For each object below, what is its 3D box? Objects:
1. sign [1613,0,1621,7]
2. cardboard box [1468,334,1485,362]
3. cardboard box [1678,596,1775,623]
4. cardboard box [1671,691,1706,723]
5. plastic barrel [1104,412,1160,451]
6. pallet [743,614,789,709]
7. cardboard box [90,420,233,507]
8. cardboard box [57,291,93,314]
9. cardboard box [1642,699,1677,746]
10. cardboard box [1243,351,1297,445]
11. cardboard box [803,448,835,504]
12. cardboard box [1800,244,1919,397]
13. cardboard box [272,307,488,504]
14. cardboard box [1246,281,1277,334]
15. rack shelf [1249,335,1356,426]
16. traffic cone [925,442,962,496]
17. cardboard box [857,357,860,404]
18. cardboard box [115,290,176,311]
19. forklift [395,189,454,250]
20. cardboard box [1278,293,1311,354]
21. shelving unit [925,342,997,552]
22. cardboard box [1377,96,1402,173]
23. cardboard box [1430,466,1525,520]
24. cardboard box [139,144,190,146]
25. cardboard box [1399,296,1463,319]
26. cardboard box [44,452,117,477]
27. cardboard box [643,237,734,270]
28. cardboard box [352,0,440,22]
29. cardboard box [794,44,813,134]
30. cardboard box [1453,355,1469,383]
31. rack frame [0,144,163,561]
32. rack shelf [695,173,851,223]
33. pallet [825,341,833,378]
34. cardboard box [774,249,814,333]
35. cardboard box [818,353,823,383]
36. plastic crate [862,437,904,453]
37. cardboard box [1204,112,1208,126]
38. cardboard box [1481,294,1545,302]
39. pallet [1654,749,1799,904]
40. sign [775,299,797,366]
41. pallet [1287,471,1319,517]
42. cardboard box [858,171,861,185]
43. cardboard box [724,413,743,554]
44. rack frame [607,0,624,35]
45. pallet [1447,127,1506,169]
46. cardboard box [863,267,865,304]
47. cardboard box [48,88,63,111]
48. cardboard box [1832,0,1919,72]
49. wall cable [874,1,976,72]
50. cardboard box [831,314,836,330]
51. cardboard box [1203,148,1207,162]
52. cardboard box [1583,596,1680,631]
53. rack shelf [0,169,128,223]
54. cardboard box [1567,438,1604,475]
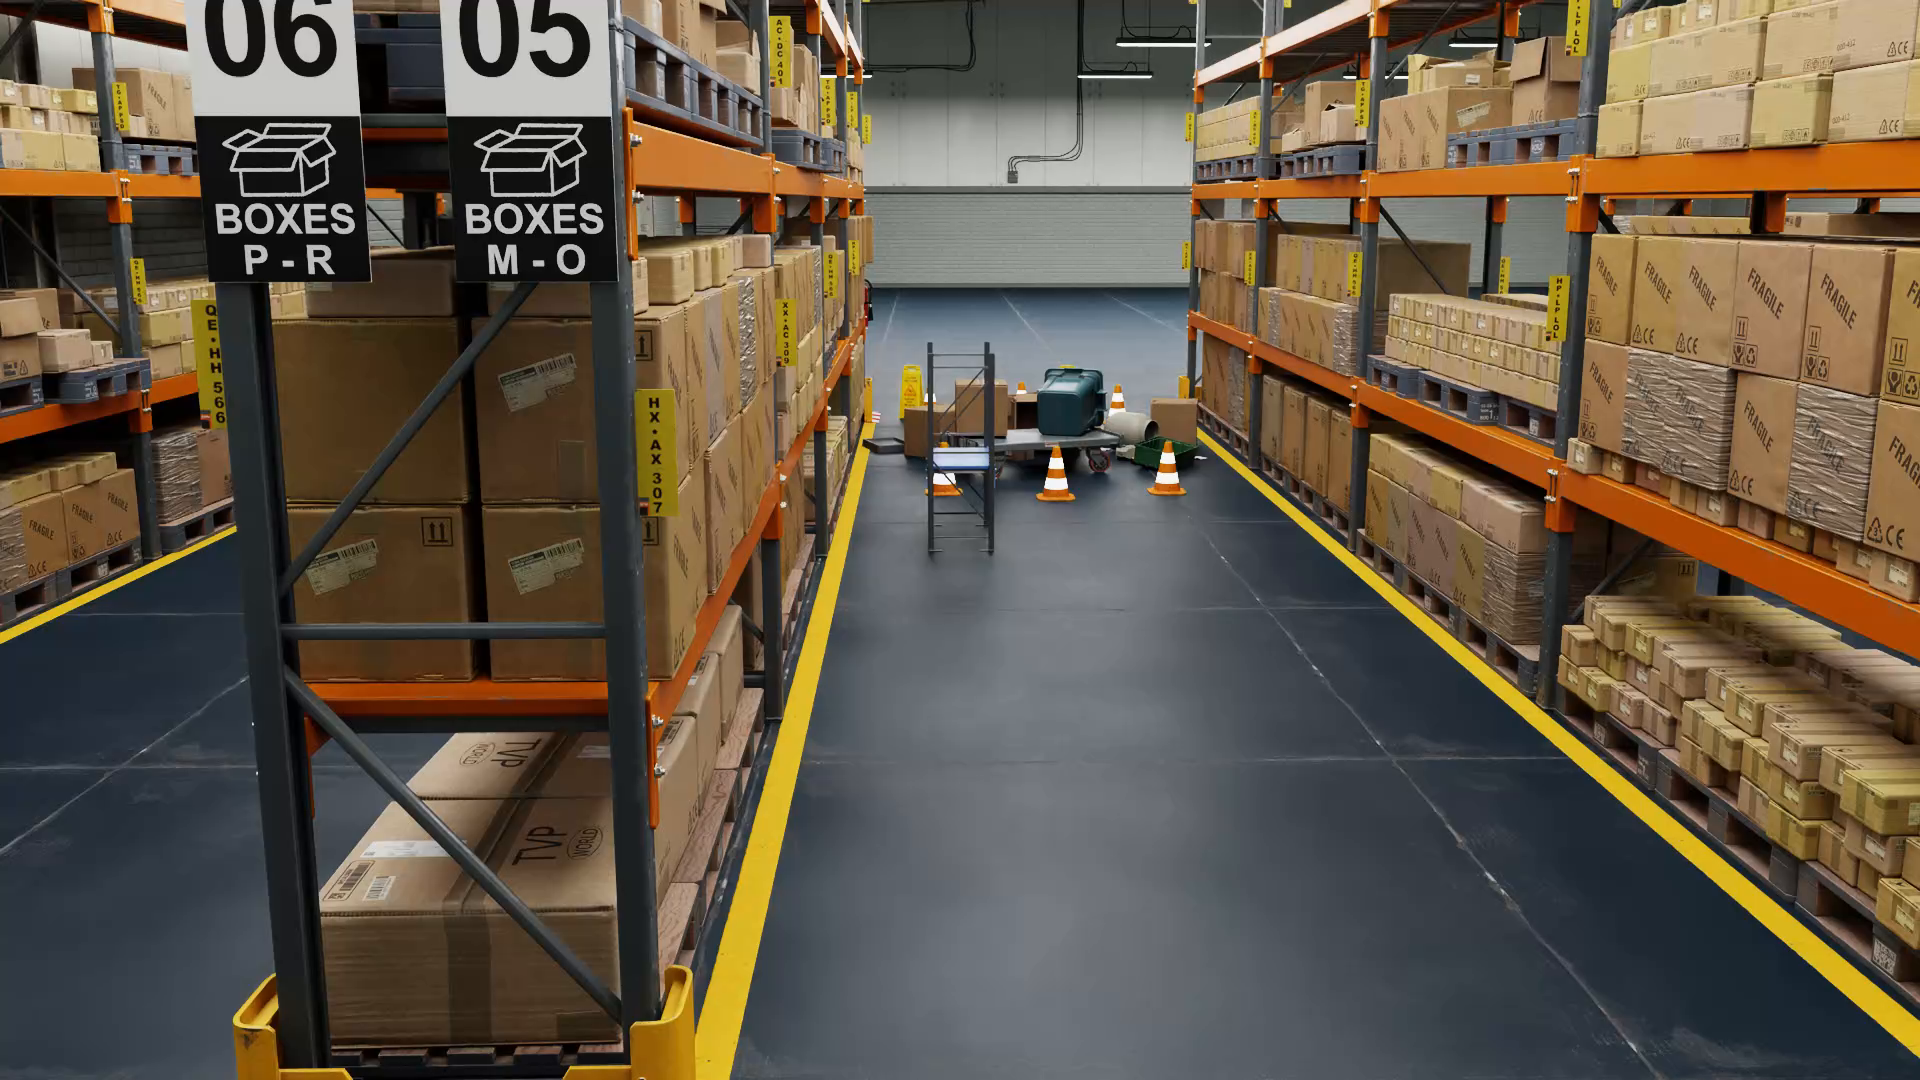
[{"bbox_3d":[7.710,-6.412,19.483,0.100,0.325,0.005,0,11,-1],"label":"sign"},{"bbox_3d":[3.303,-1.161,10.063,0.380,0.149,0.250,0,11,-1],"label":"cardboard box"},{"bbox_3d":[3.807,0.378,8.271,0.380,0.149,0.250,0,11,0],"label":"cardboard box"},{"bbox_3d":[3.348,0.734,7.264,0.380,0.149,0.250,0,11,1],"label":"cardboard box"},{"bbox_3d":[1.817,-1.139,17.607,0.512,0.421,0.421,9,15,38],"label":"plastic barrel"},{"bbox_3d":[-1.499,0.662,9.265,1.003,0.211,1.213,0,11,-1],"label":"pallet"},{"bbox_3d":[-6.474,-0.621,13.494,0.875,0.625,0.625,0,11,1],"label":"cardboard box"},{"bbox_3d":[-6.662,-1.756,12.288,0.380,0.149,0.250,0,11,1],"label":"cardboard box"},{"bbox_3d":[3.343,0.826,7.560,0.380,0.149,0.250,0,11,-2],"label":"cardboard box"},{"bbox_3d":[3.431,-1.472,17.058,0.875,0.875,0.875,0,11,0],"label":"cardboard box"},{"bbox_3d":[-1.515,-0.524,13.648,0.950,0.372,0.625,0,11,-2],"label":"cardboard box"},{"bbox_3d":[3.333,-0.775,5.823,0.500,0.500,0.500,0,11,2],"label":"cardboard box"},{"bbox_3d":[-1.573,-0.390,4.672,0.500,0.500,0.500,0,11,1],"label":"cardboard box"},{"bbox_3d":[3.354,-2.329,16.617,0.875,0.550,0.550,0,11,-1],"label":"cardboard box"},{"bbox_3d":[3.415,-1.432,14.382,1.077,0.370,4.000,0,11,-1],"label":"rack shelf"},{"bbox_3d":[-0.148,-0.658,15.137,0.336,0.463,0.334,0,11,-1],"label":"traffic cone"},{"bbox_3d":[-1.347,-1.695,17.844,0.500,0.500,0.500,0,11,2],"label":"cardboard box"},{"bbox_3d":[-6.172,-1.810,12.553,0.380,0.149,0.250,0,11,0],"label":"cardboard box"},{"bbox_3d":[-3.429,-1.343,12.309,1.130,2.935,3.031,-1,11,-3],"label":"forklift"},{"bbox_3d":[3.135,-1.926,14.755,0.500,0.500,0.500,0,11,-1],"label":"cardboard box"},{"bbox_3d":[-0.002,-0.752,12.994,0.538,1.500,1.048,0,11,-1],"label":"shelving unit"},{"bbox_3d":[3.202,-2.791,11.478,0.500,0.500,0.500,0,11,-1],"label":"cardboard box"},{"bbox_3d":[3.249,-0.294,10.310,0.500,0.250,0.500,-1,11,-4],"label":"cardboard box"},{"bbox_3d":[-6.573,-3.359,13.806,0.380,0.166,0.250,0,11,-1],"label":"cardboard box"},{"bbox_3d":[3.281,-1.615,11.555,0.380,0.149,0.250,-1,11,-3],"label":"cardboard box"},{"bbox_3d":[-6.189,-0.527,11.711,0.380,0.149,0.250,-1,11,-4],"label":"cardboard box"},{"bbox_3d":[-1.191,-1.246,7.259,0.380,0.149,0.250,0,11,-1],"label":"cardboard box"},{"bbox_3d":[-1.424,-1.497,4.418,0.500,0.250,0.500,-1,12,-6],"label":"cardboard box"},{"bbox_3d":[-1.164,-2.722,10.081,0.500,0.500,0.500,0,11,-1],"label":"cardboard box"},{"bbox_3d":[3.297,-1.065,10.338,0.380,0.149,0.250,-1,11,-3],"label":"cardboard box"},{"bbox_3d":[-6.453,-1.325,12.048,1.000,3.000,0.127,0,11,-1],"label":"rack frame"},{"bbox_3d":[-1.532,-2.862,13.885,1.077,0.370,4.000,0,11,-1],"label":"rack shelf"},{"bbox_3d":[-1.612,-1.394,12.867,1.213,0.211,1.003,0,11,-1],"label":"pallet"},{"bbox_3d":[-1.196,-1.583,10.552,0.500,0.500,0.500,0,11,-1],"label":"cardboard box"},{"bbox_3d":[-1.220,-1.174,11.677,0.500,0.250,0.500,-1,11,-3],"label":"cardboard box"},{"bbox_3d":[-0.786,-1.026,17.917,0.402,0.080,0.583,-4,12,-21],"label":"plastic crate"},{"bbox_3d":[2.990,-4.801,18.956,0.380,0.149,0.250,0,11,-2],"label":"cardboard box"},{"bbox_3d":[3.925,-1.666,11.804,0.380,0.149,0.250,-1,11,-3],"label":"cardboard box"},{"bbox_3d":[3.617,1.151,6.854,1.003,0.211,1.213,0,11,-1],"label":"pallet"},{"bbox_3d":[-0.853,-1.017,8.152,0.100,0.325,0.005,0,11,-1],"label":"sign"},{"bbox_3d":[3.493,-0.419,14.595,1.003,0.211,1.213,0,11,-1],"label":"pallet"},{"bbox_3d":[-1.331,-4.165,19.130,0.380,0.149,0.250,0,11,-1],"label":"cardboard box"},{"bbox_3d":[-1.106,-0.203,6.264,0.500,0.500,0.500,0,11,1],"label":"cardboard box"},{"bbox_3d":[-1.325,-2.696,3.717,1.000,3.000,0.127,0,11,-1],"label":"rack frame"},{"bbox_3d":[3.608,-2.299,9.776,1.213,0.211,1.003,0,11,-1],"label":"pallet"},{"bbox_3d":[-1.369,-3.025,19.425,0.500,0.500,0.500,0,11,-2],"label":"cardboard box"},{"bbox_3d":[-6.250,-2.943,11.105,0.380,0.149,0.250,-1,11,-3],"label":"cardboard box"},{"bbox_3d":[3.338,-1.732,5.629,0.500,0.250,0.500,0,11,0],"label":"cardboard box"},{"bbox_3d":[-1.065,-15.474,50.369,3.097,2.526,0.112,0,11,-1],"label":"wall cable"},{"bbox_3d":[-1.280,-1.920,14.556,0.380,0.149,0.250,0,11,-1],"label":"cardboard box"},{"bbox_3d":[2.988,-4.409,19.027,0.380,0.149,0.250,0,11,-1],"label":"cardboard box"},{"bbox_3d":[3.339,0.377,8.273,0.380,0.149,0.250,0,11,1],"label":"cardboard box"},{"bbox_3d":[-6.412,-2.045,9.861,1.077,0.370,4.000,0,11,-1],"label":"rack shelf"},{"bbox_3d":[3.218,-0.411,8.173,0.380,0.149,0.250,0,11,1],"label":"cardboard box"}]
